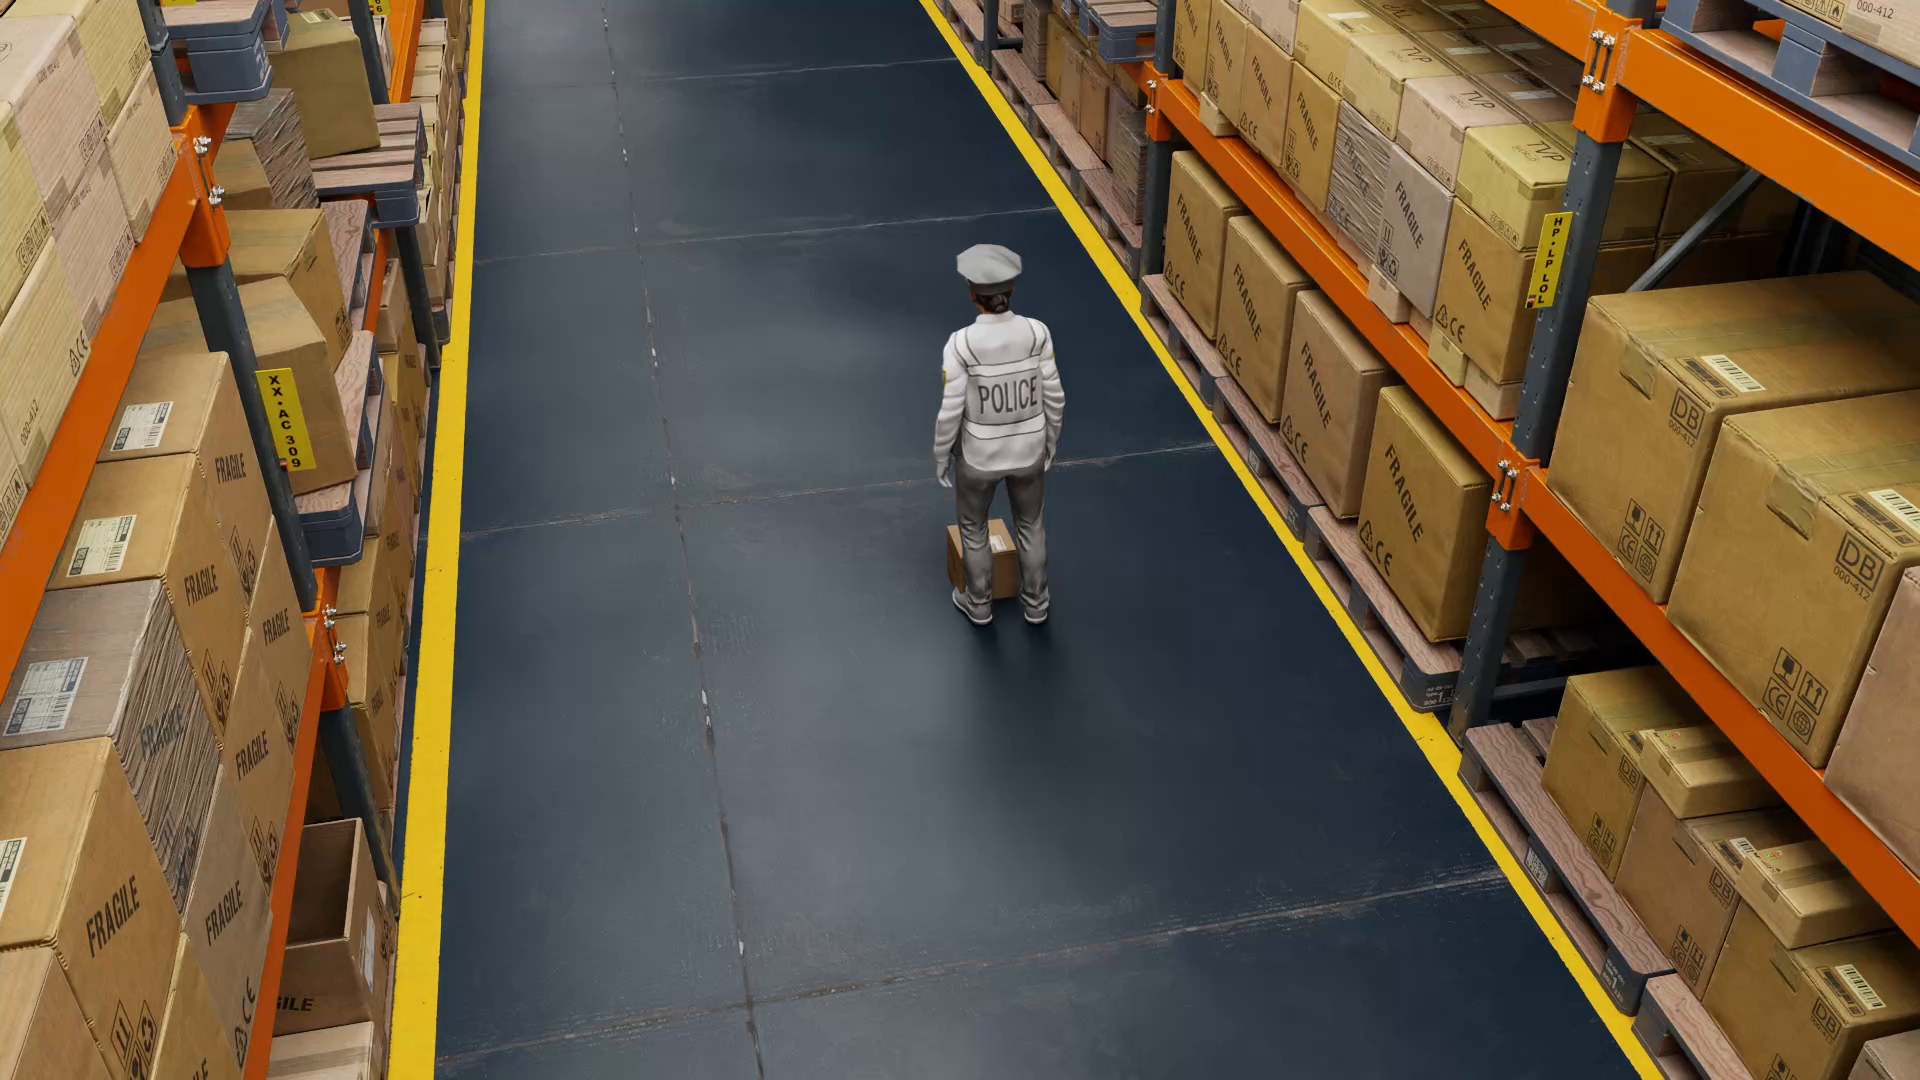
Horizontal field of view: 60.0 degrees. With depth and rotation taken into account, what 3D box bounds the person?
[{"bbox_3d":[0.145,-0.365,6.672,0.538,1.662,0.415,-9,36,-13],"label":"person"}]
